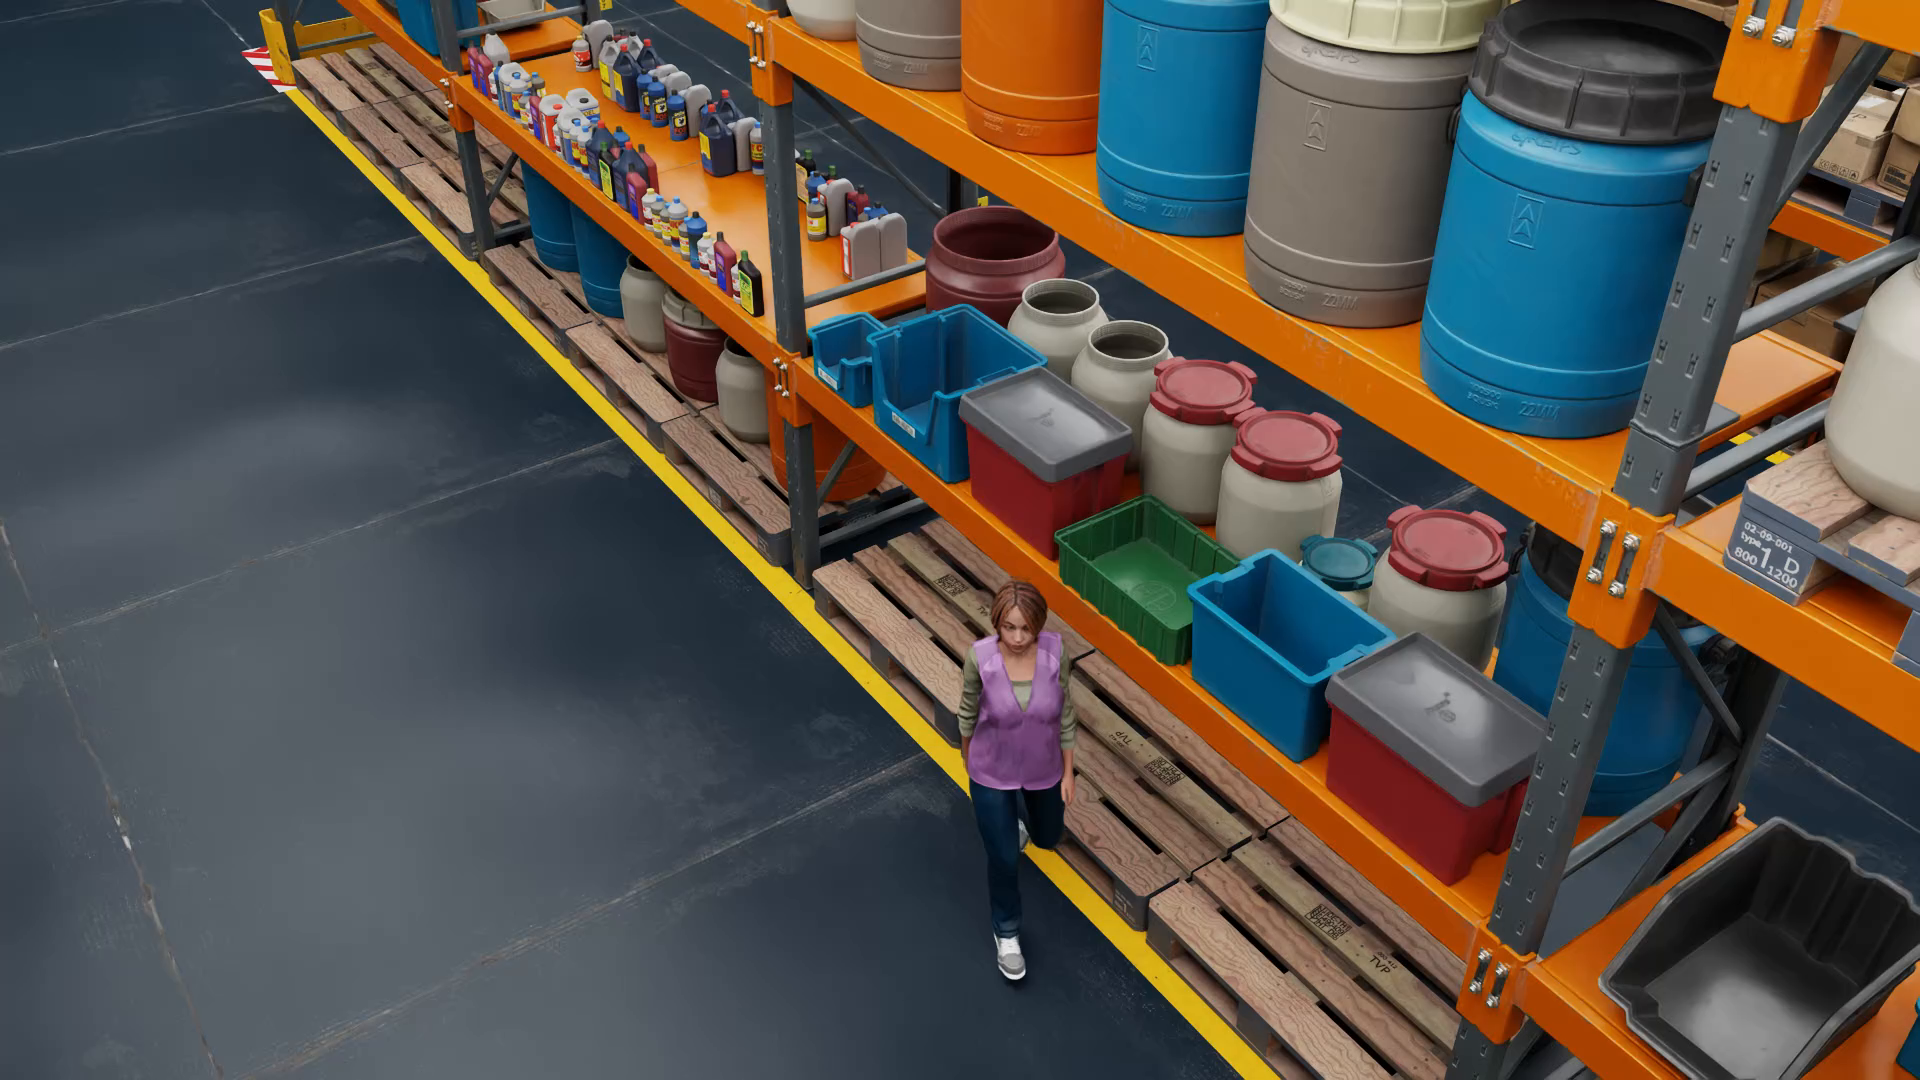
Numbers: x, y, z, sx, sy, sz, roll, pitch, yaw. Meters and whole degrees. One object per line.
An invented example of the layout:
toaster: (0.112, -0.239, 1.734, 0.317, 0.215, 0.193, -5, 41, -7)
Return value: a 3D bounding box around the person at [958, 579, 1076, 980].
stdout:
person: (0.197, 0.780, 5.959, 0.402, 1.569, 0.753, -7, 37, -9)
